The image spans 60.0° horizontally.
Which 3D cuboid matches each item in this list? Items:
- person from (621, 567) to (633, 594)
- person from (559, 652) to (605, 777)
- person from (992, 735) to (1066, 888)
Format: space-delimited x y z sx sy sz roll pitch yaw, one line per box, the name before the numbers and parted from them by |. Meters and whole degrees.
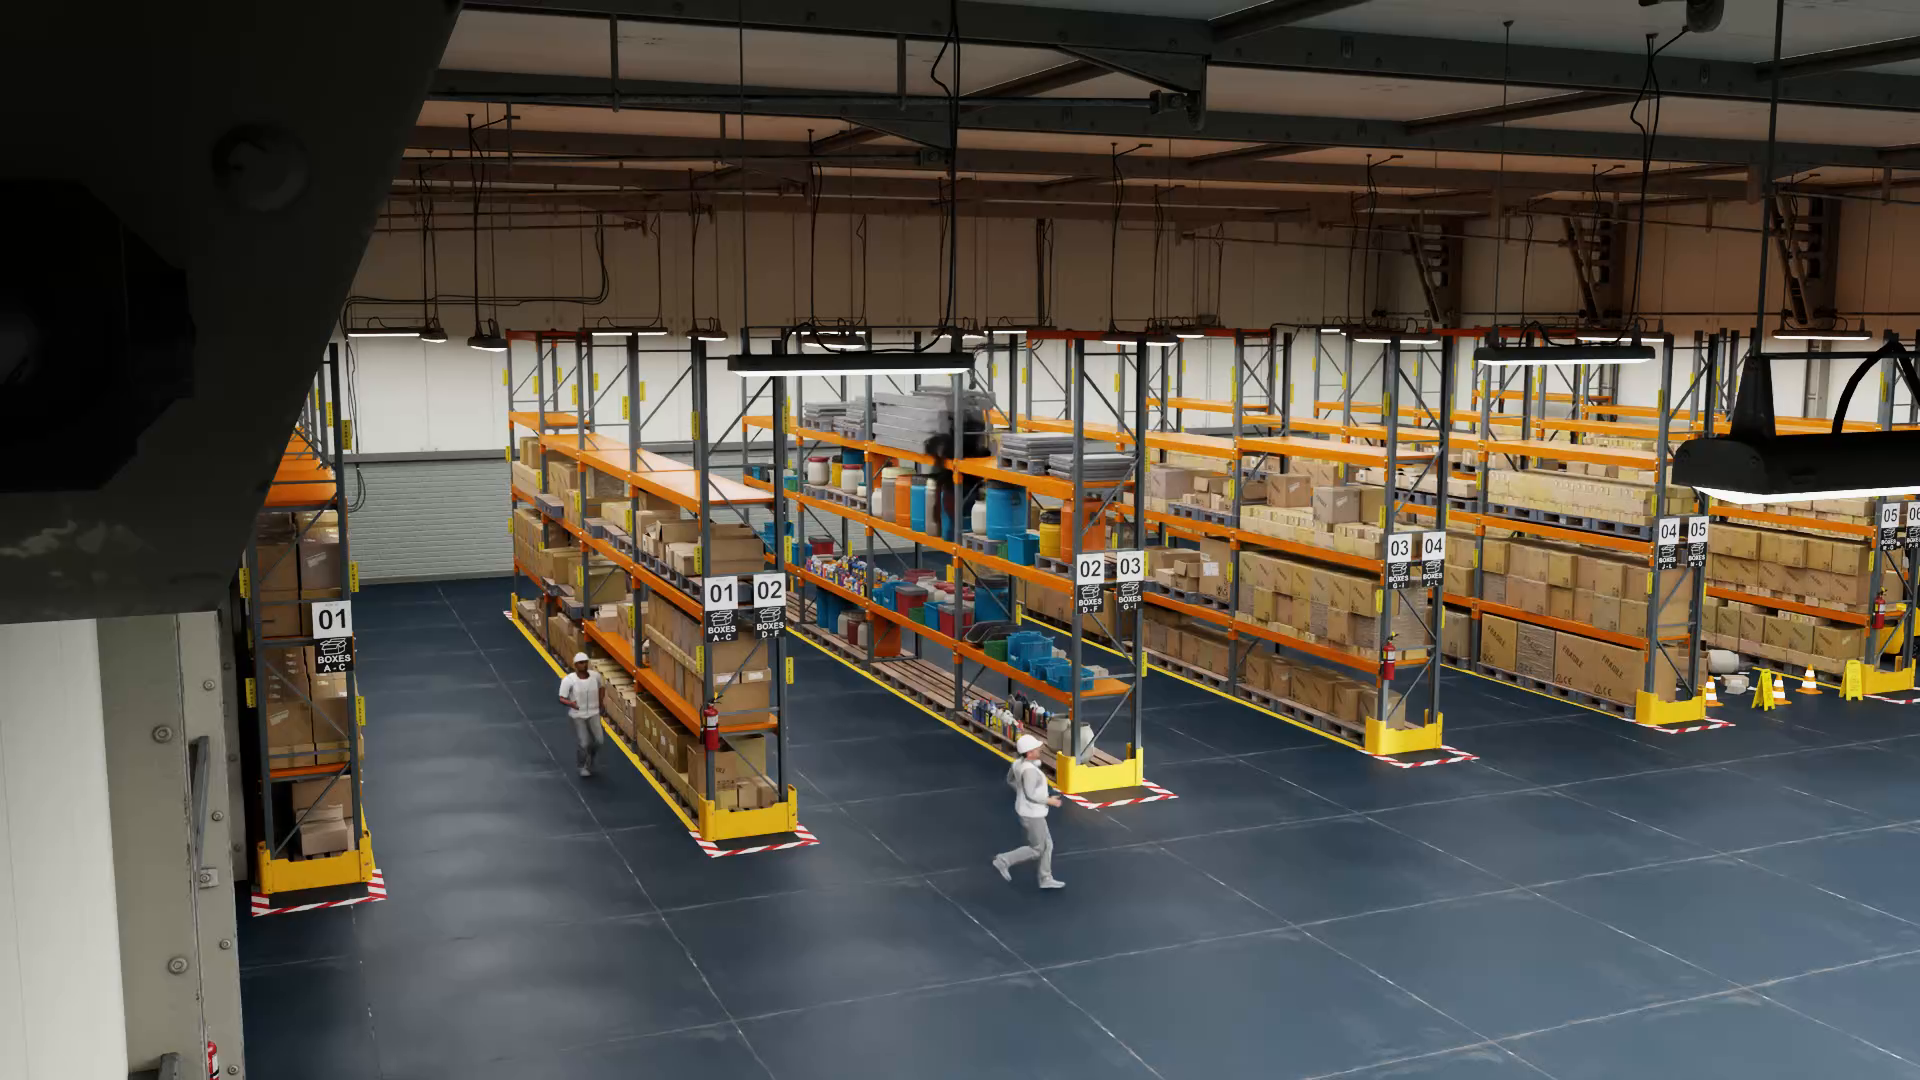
person | -6.938 0.742 35.063 0.518 1.685 0.689 6 10 39
person | -5.093 2.390 22.671 0.686 1.721 0.593 -5 9 -30
person | 0.754 2.994 18.268 0.841 1.751 0.660 -1 8 -9
